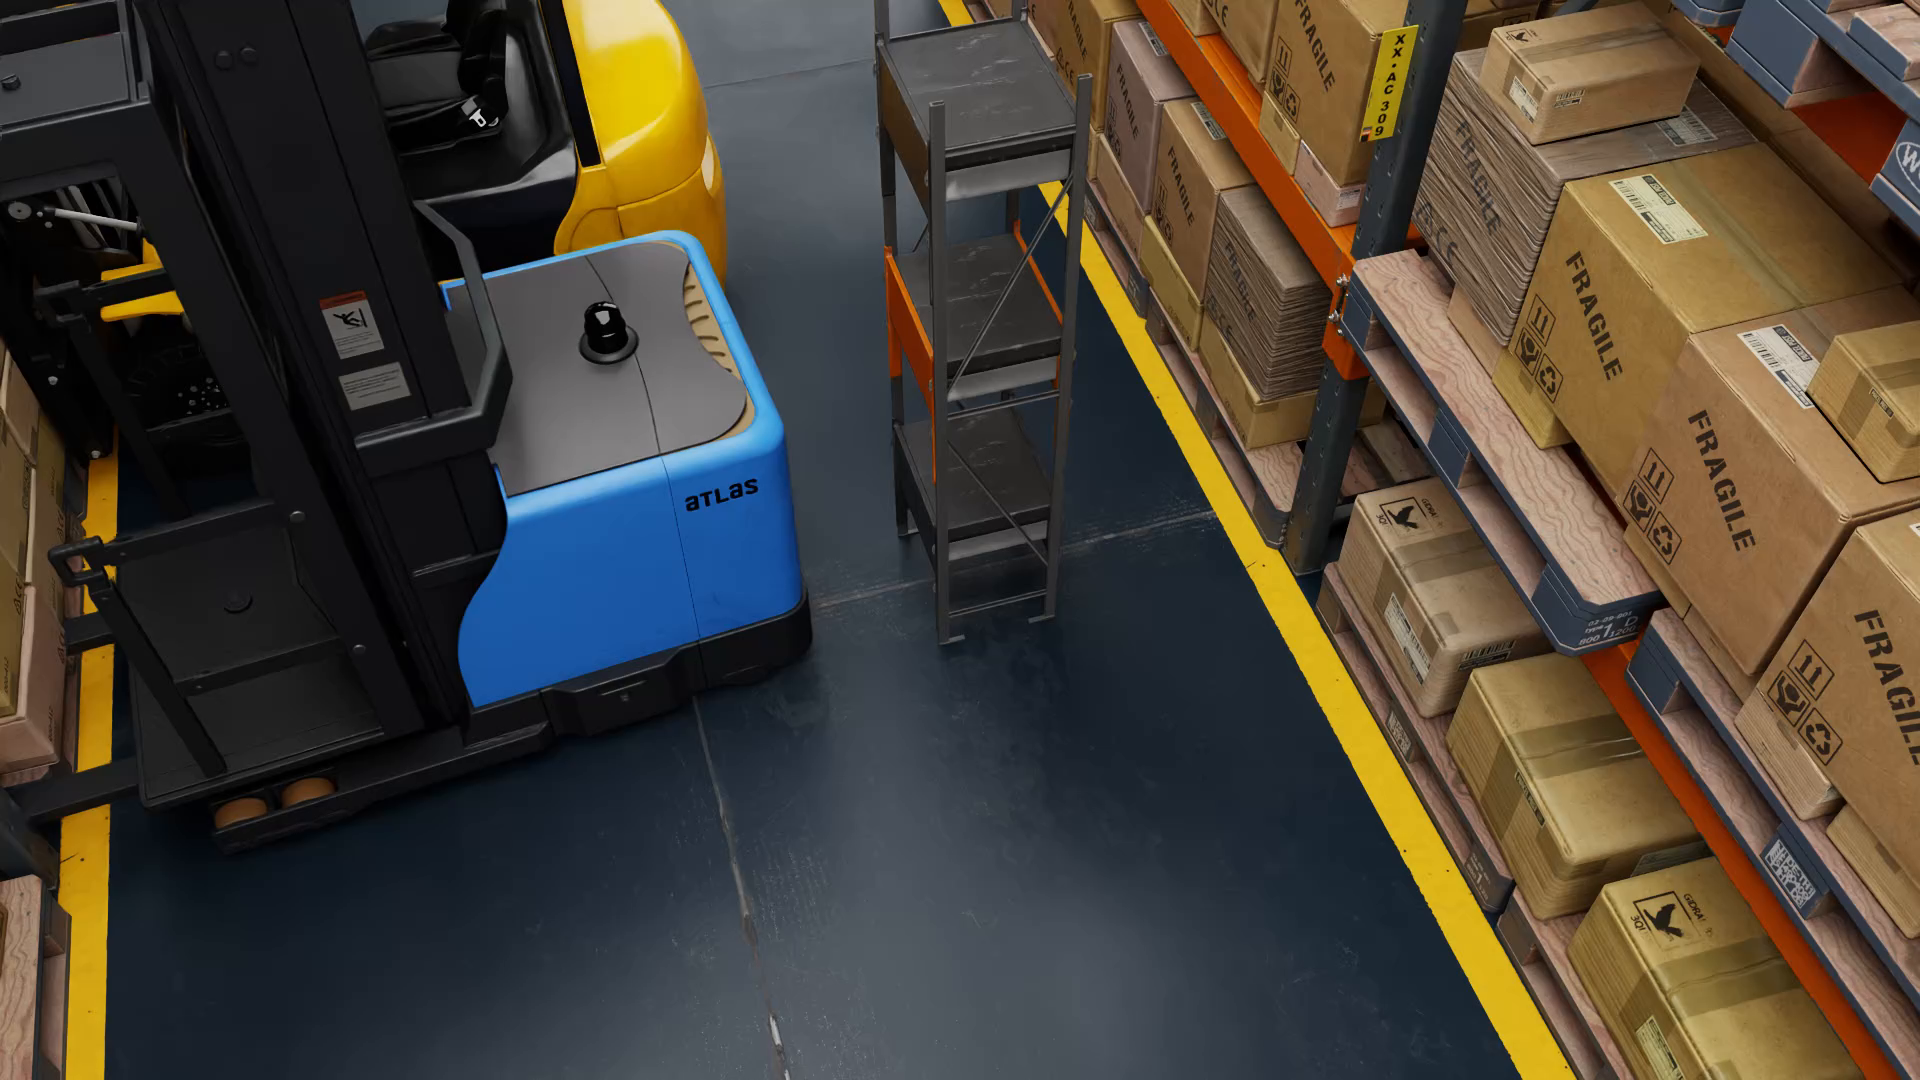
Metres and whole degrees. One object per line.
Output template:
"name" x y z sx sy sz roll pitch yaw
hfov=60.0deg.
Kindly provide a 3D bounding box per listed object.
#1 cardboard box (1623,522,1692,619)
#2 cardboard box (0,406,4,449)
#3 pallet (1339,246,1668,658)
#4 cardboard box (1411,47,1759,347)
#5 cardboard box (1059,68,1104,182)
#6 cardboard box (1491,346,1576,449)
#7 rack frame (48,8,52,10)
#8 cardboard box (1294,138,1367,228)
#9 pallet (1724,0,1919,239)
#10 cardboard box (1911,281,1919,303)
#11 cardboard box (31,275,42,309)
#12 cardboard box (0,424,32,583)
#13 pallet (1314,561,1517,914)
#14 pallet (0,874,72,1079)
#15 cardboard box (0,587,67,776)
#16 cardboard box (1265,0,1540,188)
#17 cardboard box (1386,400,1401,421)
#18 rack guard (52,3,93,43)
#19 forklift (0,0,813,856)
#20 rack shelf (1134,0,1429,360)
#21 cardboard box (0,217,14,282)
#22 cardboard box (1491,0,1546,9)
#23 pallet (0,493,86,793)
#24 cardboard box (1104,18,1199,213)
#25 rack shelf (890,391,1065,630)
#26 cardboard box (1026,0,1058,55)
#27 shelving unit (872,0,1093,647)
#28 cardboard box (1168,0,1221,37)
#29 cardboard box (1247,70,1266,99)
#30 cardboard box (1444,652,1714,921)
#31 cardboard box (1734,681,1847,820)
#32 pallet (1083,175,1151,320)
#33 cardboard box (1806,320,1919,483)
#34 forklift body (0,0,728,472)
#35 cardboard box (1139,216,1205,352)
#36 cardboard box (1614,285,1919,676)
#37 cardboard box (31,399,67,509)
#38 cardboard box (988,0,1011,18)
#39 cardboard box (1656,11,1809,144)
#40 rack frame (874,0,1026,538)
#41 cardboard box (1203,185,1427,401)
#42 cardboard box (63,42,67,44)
"cardboard box" 1.717 -0.003 3.680 0.380 0.149 0.250 -13 51 -10
"cardboard box" -3.128 -0.241 4.861 0.500 0.250 0.500 -13 51 -11
"pallet" 1.684 -0.342 4.202 1.003 0.211 1.213 -13 51 -11
"cardboard box" 1.462 -0.851 3.971 0.500 0.500 0.500 -12 51 -10
"cardboard box" 0.706 -1.744 6.782 0.500 0.250 0.500 -10 51 -9
"cardboard box" 1.524 -0.390 4.006 0.380 0.149 0.250 -12 51 -10
"rack frame" -4.326 -2.791 6.141 1.000 3.000 0.127 -13 51 -11
"cardboard box" 1.211 -1.080 4.863 0.380 0.149 0.250 -14 51 -11
"pallet" 1.988 -0.669 2.513 1.213 0.211 1.003 -13 51 -11
"cardboard box" 2.248 -0.233 3.450 0.500 0.500 0.500 -12 51 -10
"cardboard box" -3.428 -0.809 5.667 0.500 0.250 0.500 -13 51 -11
"cardboard box" -3.142 -0.071 5.044 0.500 0.250 0.500 -14 51 -11
"pallet" 1.829 0.472 5.214 1.003 0.211 1.213 -13 51 -11
"pallet" -2.888 1.558 4.298 1.003 0.211 1.213 -13 51 -11
"cardboard box" -2.970 0.453 4.930 0.500 0.250 0.500 -13 51 -11
"cardboard box" 1.228 -1.391 4.701 0.500 0.500 0.500 -14 51 -12
"cardboard box" 1.681 -0.736 5.932 0.500 0.250 0.500 -15 52 -13
"rack guard" -4.333 -2.003 7.112 1.175 0.500 0.348 -13 51 -11
"forklift" -2.047 -0.483 4.240 3.031 2.935 1.130 -17 52 -14
"rack shelf" 1.006 -2.224 6.133 1.077 0.370 4.000 -13 51 -11
"cardboard box" -3.434 -0.987 5.490 0.500 0.250 0.500 -14 51 -12
"cardboard box" 1.674 -1.816 4.405 0.700 0.500 0.500 -14 51 -11
"pallet" -3.338 0.439 5.242 1.003 0.211 1.213 -13 51 -11
"cardboard box" 0.862 -1.601 6.171 0.500 0.500 0.500 -11 51 -9
"rack shelf" 0.049 -0.096 5.391 0.431 0.518 0.480 -13 51 -11
"cardboard box" 0.555 -2.357 6.809 0.500 0.500 0.500 -15 52 -12
"shelving unit" 0.049 -0.556 4.845 0.431 2.100 0.503 -13 51 -11
"cardboard box" 0.908 -1.821 5.488 0.380 0.149 0.250 -14 51 -12
"cardboard box" 1.128 -1.468 5.190 0.380 0.149 0.250 -13 51 -11
"cardboard box" 1.971 0.624 4.706 0.950 0.372 0.625 -10 51 -9
"cardboard box" 1.818 0.384 3.354 0.380 0.149 0.250 -12 51 -10
"pallet" 1.001 -1.471 6.852 1.003 0.211 1.213 -13 51 -11
"cardboard box" 1.818 -0.274 3.060 0.380 0.149 0.250 -11 51 -9
"forklift body" -2.023 -1.545 5.646 2.313 2.155 1.214 -13 51 -11
"cardboard box" 0.999 -1.002 6.156 0.500 0.250 0.500 -15 51 -12
"cardboard box" 1.744 -0.121 3.356 0.500 0.500 0.500 -14 51 -11
"cardboard box" -3.302 -0.286 5.553 0.500 0.250 0.500 -13 51 -10
"cardboard box" 0.389 -2.514 7.431 0.500 0.250 0.500 -14 51 -11
"cardboard box" 1.953 -0.973 4.074 0.500 0.500 0.500 -14 51 -12
"rack frame" -0.023 -0.734 4.996 0.400 2.100 0.015 -13 51 -11
"cardboard box" 1.166 -0.857 5.544 0.500 0.500 0.500 -14 51 -11
"cardboard box" -3.885 -1.769 6.803 0.500 0.250 0.500 -13 51 -11
